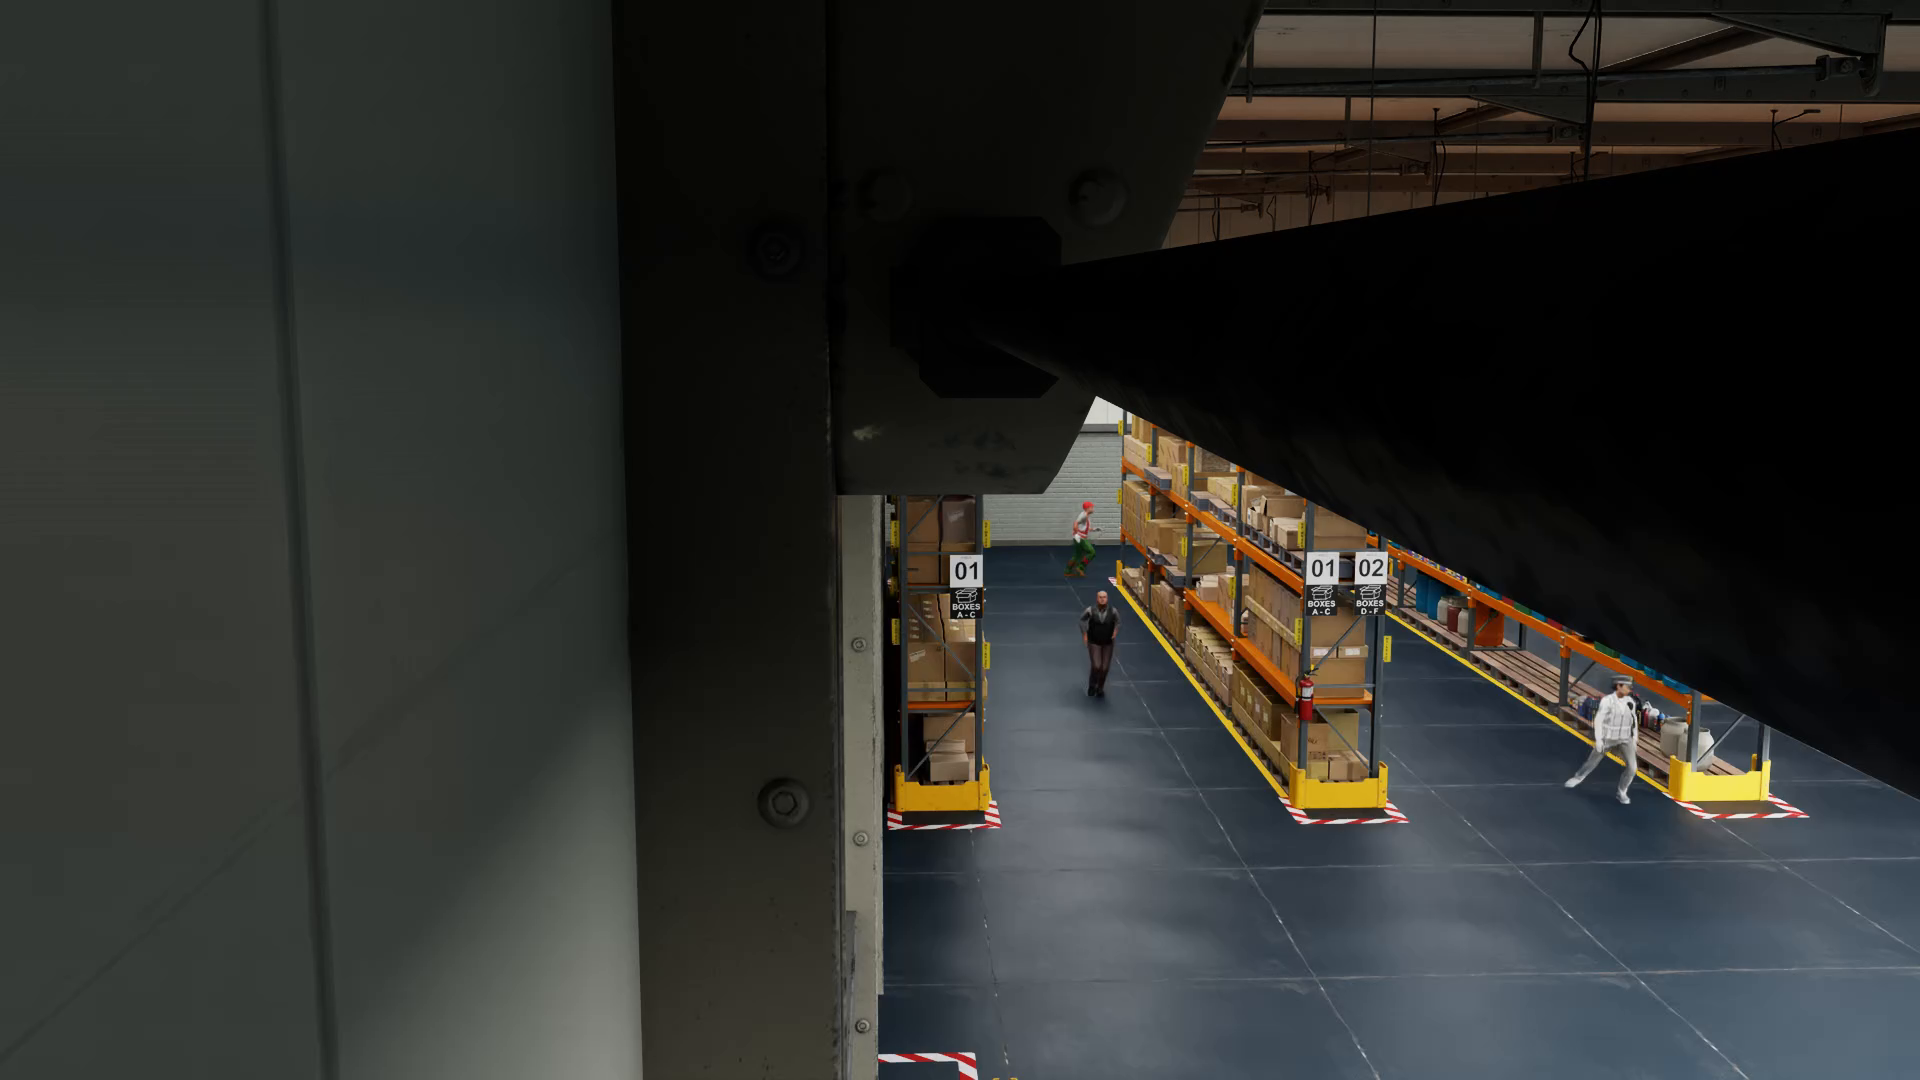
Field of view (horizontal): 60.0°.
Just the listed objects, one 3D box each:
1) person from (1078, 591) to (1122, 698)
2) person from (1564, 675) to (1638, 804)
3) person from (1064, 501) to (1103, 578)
[{"bbox_3d":[2.229,1.651,26.121,0.657,1.708,0.670,-1,9,-8],"label":"person"},{"bbox_3d":[8.100,2.452,20.932,0.770,1.605,0.688,0,8,1],"label":"person"},{"bbox_3d":[2.782,-0.021,37.333,0.893,1.698,0.685,0,8,-2],"label":"person"}]
